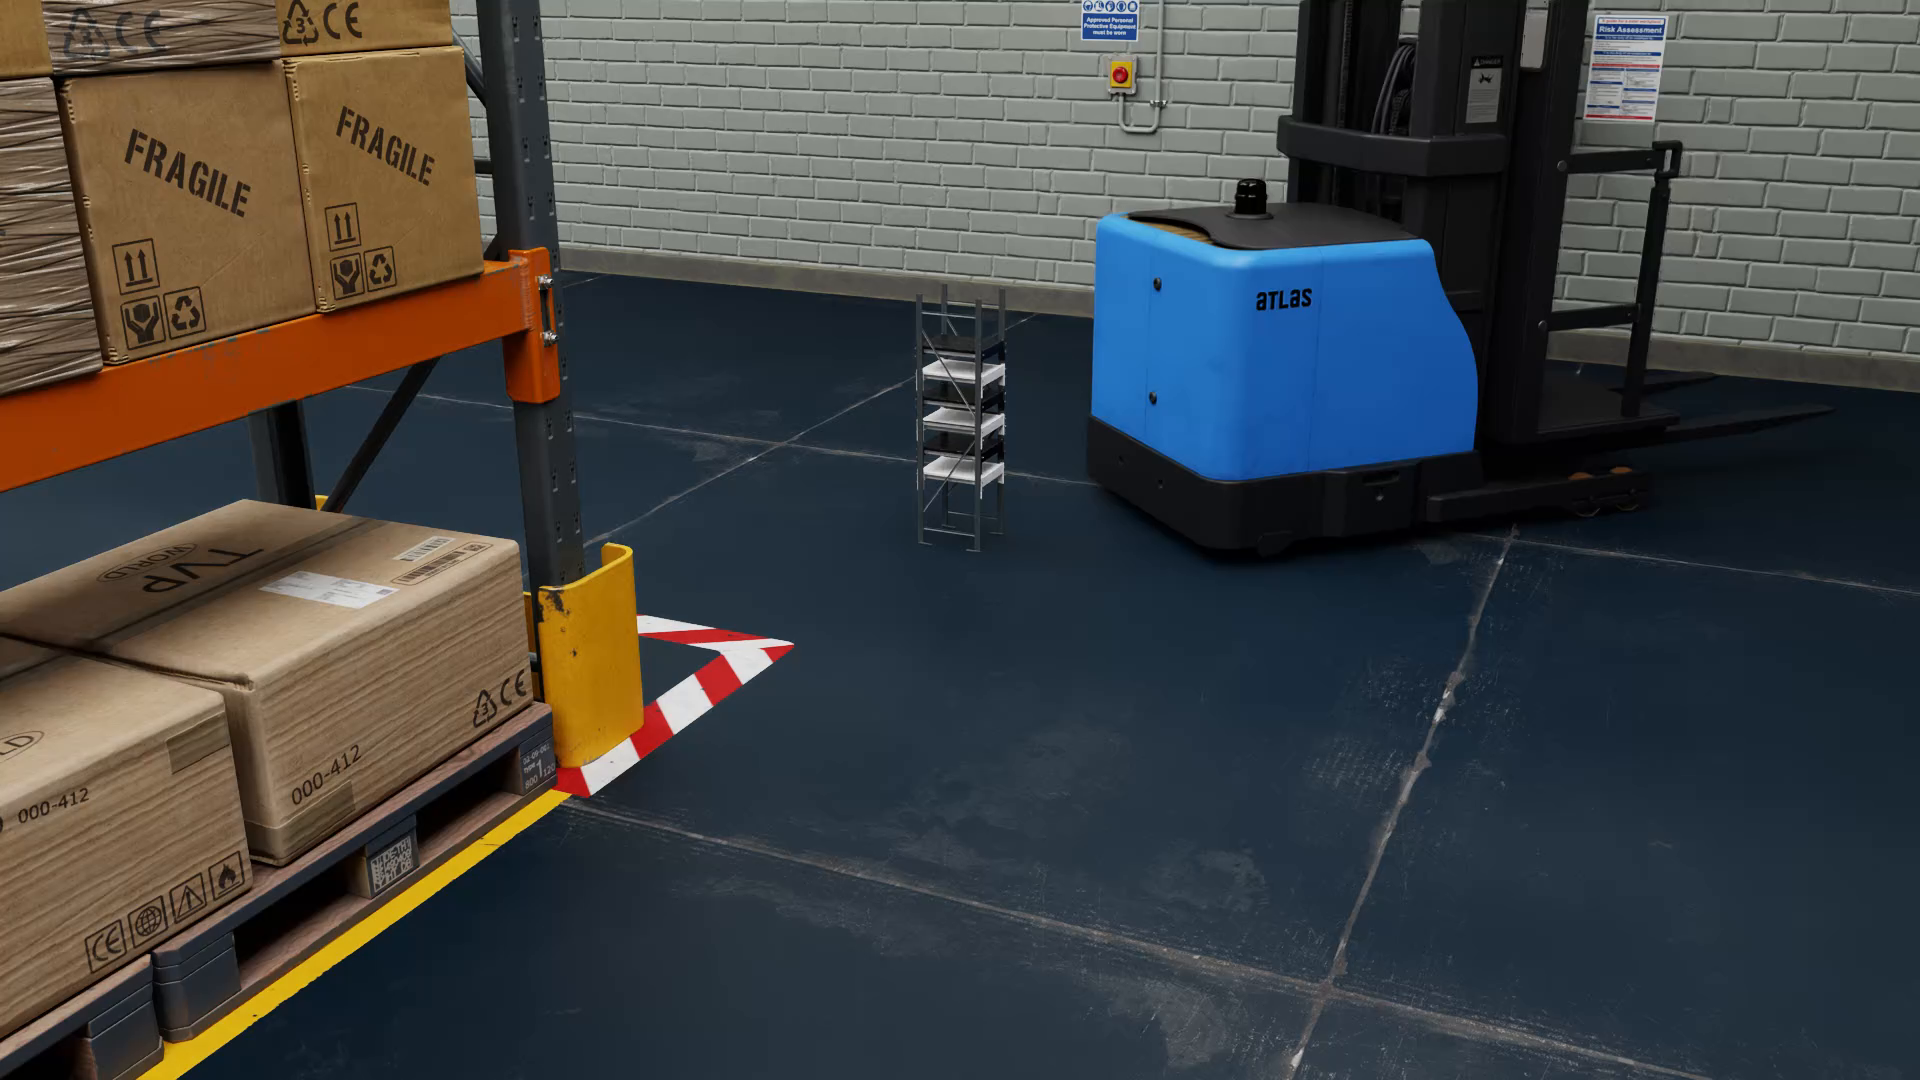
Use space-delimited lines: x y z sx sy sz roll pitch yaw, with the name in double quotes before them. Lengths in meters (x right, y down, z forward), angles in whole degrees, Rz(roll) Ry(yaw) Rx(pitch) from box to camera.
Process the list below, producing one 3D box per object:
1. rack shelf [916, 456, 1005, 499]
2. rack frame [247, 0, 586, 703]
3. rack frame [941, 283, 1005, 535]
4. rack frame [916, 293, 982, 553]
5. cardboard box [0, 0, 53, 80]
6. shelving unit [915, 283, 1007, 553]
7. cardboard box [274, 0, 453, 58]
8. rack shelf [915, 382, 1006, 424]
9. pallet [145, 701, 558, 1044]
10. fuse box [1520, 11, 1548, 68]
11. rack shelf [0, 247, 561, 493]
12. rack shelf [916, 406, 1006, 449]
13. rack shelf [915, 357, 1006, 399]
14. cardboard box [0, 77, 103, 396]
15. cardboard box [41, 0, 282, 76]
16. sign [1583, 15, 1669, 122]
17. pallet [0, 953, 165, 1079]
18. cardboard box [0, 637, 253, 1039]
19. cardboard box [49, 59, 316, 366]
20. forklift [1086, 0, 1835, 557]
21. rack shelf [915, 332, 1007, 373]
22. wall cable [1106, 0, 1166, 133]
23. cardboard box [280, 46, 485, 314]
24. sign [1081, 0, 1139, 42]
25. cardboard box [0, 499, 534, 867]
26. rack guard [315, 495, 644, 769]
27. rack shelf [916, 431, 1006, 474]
"rack shelf" 0.003 -0.225 5.896 0.258 0.077 0.200 9 21 23
"rack frame" -1.457 -0.940 4.135 1.000 3.000 0.127 9 21 23
"rack frame" 0.045 -0.458 5.912 0.240 0.900 0.006 9 21 23
"rack frame" -0.038 -0.395 5.738 0.240 0.900 0.006 9 21 23
"cardboard box" -1.829 -0.963 2.560 0.500 0.500 0.500 8 21 22
"shelving unit" 0.003 -0.426 5.825 0.258 0.900 0.210 9 21 23
"cardboard box" -1.437 -1.278 3.444 0.500 0.500 0.500 9 22 24
"rack shelf" 0.003 -0.480 5.806 0.258 0.077 0.200 9 21 23
"pallet" -1.713 0.629 3.885 1.003 0.211 1.213 9 21 23
"fuse box" 2.688 -1.727 8.271 0.539 1.711 0.414 9 21 23
"rack shelf" -2.276 0.011 2.536 1.077 0.370 4.000 9 21 23
"rack shelf" 0.003 -0.395 5.836 0.258 0.077 0.200 9 21 23
"rack shelf" 0.003 -0.565 5.776 0.258 0.077 0.200 9 21 23
"cardboard box" -1.834 -0.493 2.730 0.500 0.500 0.500 9 22 24
"cardboard box" -1.624 -1.114 2.984 0.500 0.500 0.500 9 21 23
"sign" 3.223 -2.285 8.058 0.329 0.494 0.001 9 21 23
"pallet" -2.214 1.001 2.840 1.003 0.211 1.213 9 21 23
"cardboard box" -2.003 0.566 3.098 0.875 0.438 0.875 9 22 24
"cardboard box" -1.632 -0.652 3.176 0.500 0.500 0.500 8 21 22
"forklift" 2.060 -1.621 6.153 3.031 2.935 1.130 -8 21 -21
"rack shelf" 0.003 -0.649 5.746 0.258 0.077 0.200 9 21 23
"wall cable" 0.831 -3.160 8.815 0.585 1.953 0.123 9 21 23
"cardboard box" -1.413 -0.803 3.601 0.500 0.500 0.500 9 21 23
"sign" 0.812 -2.819 9.017 0.327 0.218 0.001 9 21 23
"cardboard box" -1.636 0.285 3.888 0.875 0.438 0.875 8 21 21
"rack guard" -1.447 0.231 4.574 1.175 0.500 0.348 9 21 23
"rack shelf" 0.003 -0.310 5.866 0.258 0.077 0.200 9 21 23
